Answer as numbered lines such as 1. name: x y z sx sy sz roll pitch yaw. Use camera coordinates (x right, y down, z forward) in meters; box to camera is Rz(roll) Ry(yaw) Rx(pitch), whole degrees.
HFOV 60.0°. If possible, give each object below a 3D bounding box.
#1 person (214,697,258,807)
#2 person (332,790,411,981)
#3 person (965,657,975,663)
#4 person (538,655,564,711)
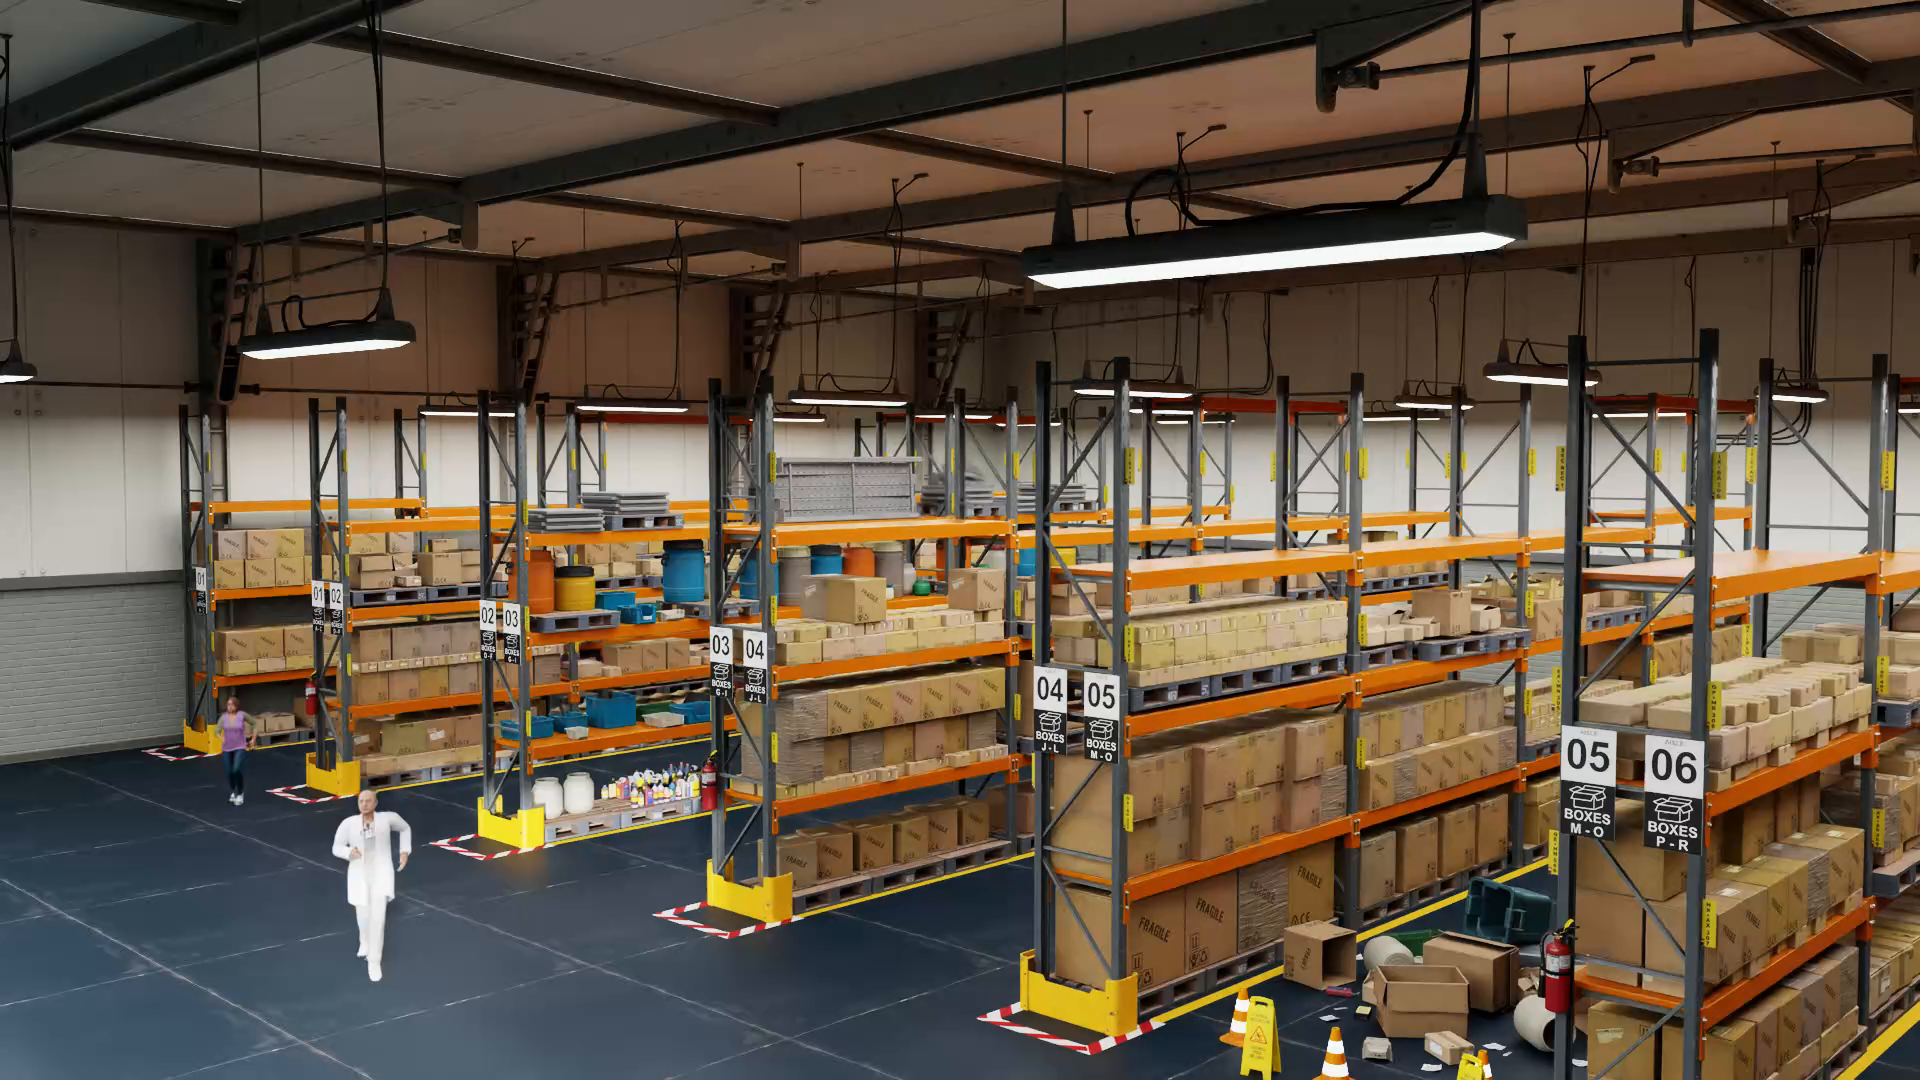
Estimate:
1. person: -10.597 3.097 24.313 0.561 1.624 0.662 -1 3 -10
2. person: -5.896 3.409 16.667 0.729 1.811 0.974 -1 3 -11
3. person: 0.070 2.316 32.436 0.667 1.873 0.807 2 4 31
4. person: -7.461 2.681 30.378 0.701 1.770 0.826 3 4 42
